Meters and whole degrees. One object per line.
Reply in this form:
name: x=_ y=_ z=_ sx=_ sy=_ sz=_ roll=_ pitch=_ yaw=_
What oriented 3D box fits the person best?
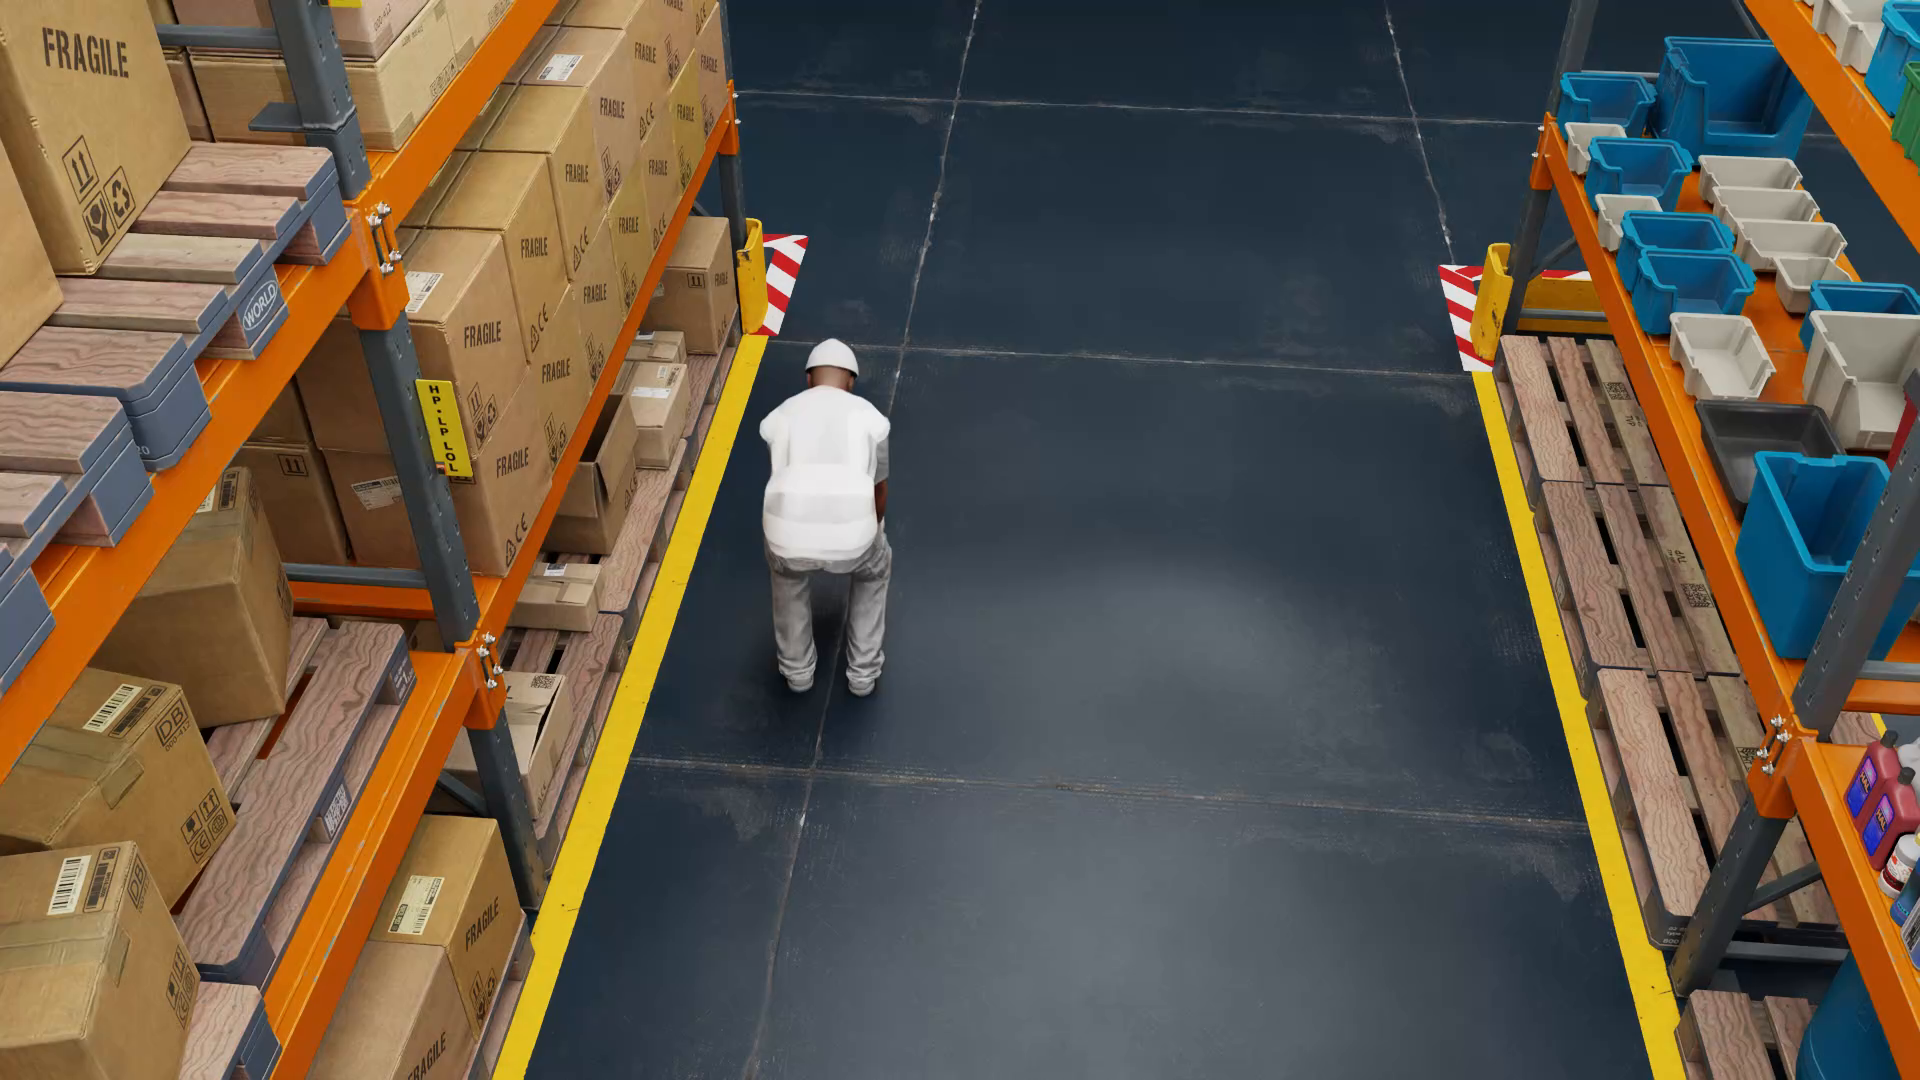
person: x=-0.521 y=-0.062 z=6.639 sx=0.516 sy=1.238 sz=0.954 roll=2 pitch=40 yaw=2
